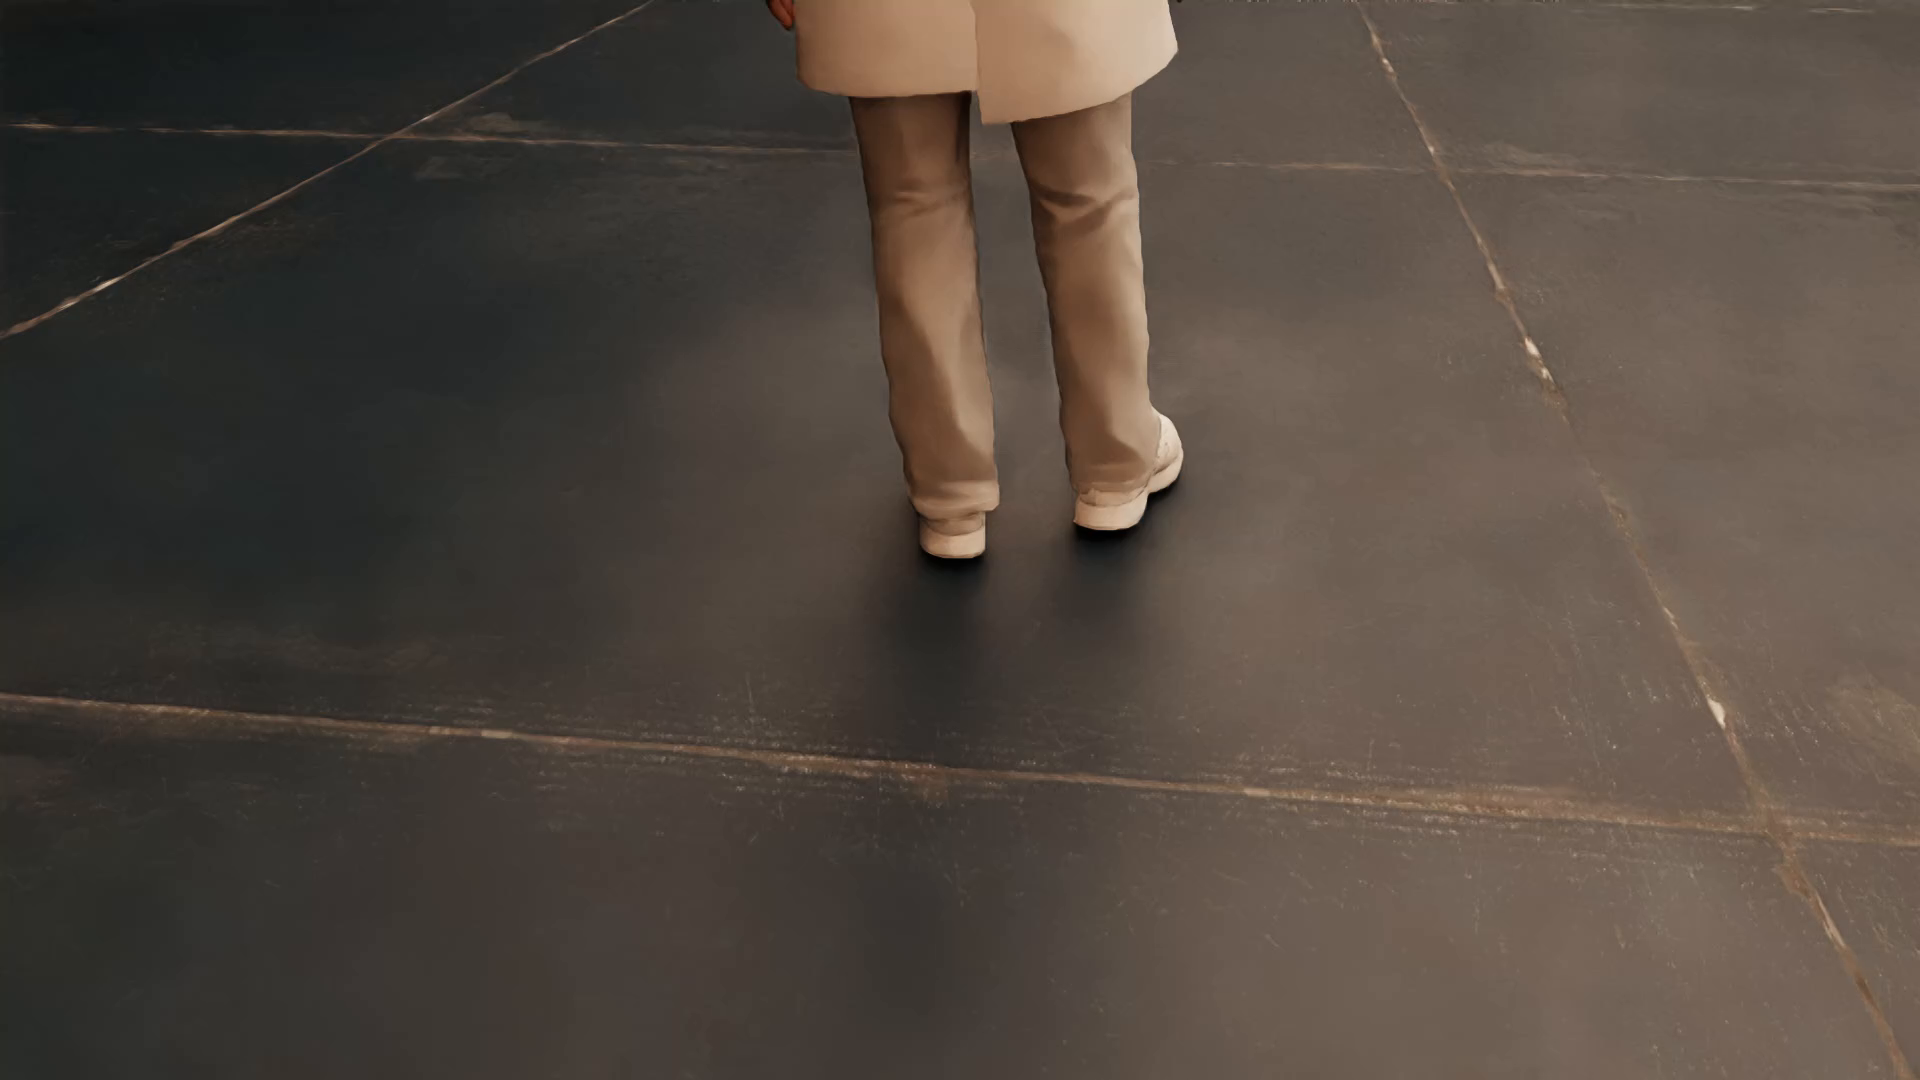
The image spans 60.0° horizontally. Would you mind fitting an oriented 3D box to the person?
[{"bbox_3d":[0.017,-0.841,2.180,0.694,1.776,0.579,3,27,7],"label":"person"}]
